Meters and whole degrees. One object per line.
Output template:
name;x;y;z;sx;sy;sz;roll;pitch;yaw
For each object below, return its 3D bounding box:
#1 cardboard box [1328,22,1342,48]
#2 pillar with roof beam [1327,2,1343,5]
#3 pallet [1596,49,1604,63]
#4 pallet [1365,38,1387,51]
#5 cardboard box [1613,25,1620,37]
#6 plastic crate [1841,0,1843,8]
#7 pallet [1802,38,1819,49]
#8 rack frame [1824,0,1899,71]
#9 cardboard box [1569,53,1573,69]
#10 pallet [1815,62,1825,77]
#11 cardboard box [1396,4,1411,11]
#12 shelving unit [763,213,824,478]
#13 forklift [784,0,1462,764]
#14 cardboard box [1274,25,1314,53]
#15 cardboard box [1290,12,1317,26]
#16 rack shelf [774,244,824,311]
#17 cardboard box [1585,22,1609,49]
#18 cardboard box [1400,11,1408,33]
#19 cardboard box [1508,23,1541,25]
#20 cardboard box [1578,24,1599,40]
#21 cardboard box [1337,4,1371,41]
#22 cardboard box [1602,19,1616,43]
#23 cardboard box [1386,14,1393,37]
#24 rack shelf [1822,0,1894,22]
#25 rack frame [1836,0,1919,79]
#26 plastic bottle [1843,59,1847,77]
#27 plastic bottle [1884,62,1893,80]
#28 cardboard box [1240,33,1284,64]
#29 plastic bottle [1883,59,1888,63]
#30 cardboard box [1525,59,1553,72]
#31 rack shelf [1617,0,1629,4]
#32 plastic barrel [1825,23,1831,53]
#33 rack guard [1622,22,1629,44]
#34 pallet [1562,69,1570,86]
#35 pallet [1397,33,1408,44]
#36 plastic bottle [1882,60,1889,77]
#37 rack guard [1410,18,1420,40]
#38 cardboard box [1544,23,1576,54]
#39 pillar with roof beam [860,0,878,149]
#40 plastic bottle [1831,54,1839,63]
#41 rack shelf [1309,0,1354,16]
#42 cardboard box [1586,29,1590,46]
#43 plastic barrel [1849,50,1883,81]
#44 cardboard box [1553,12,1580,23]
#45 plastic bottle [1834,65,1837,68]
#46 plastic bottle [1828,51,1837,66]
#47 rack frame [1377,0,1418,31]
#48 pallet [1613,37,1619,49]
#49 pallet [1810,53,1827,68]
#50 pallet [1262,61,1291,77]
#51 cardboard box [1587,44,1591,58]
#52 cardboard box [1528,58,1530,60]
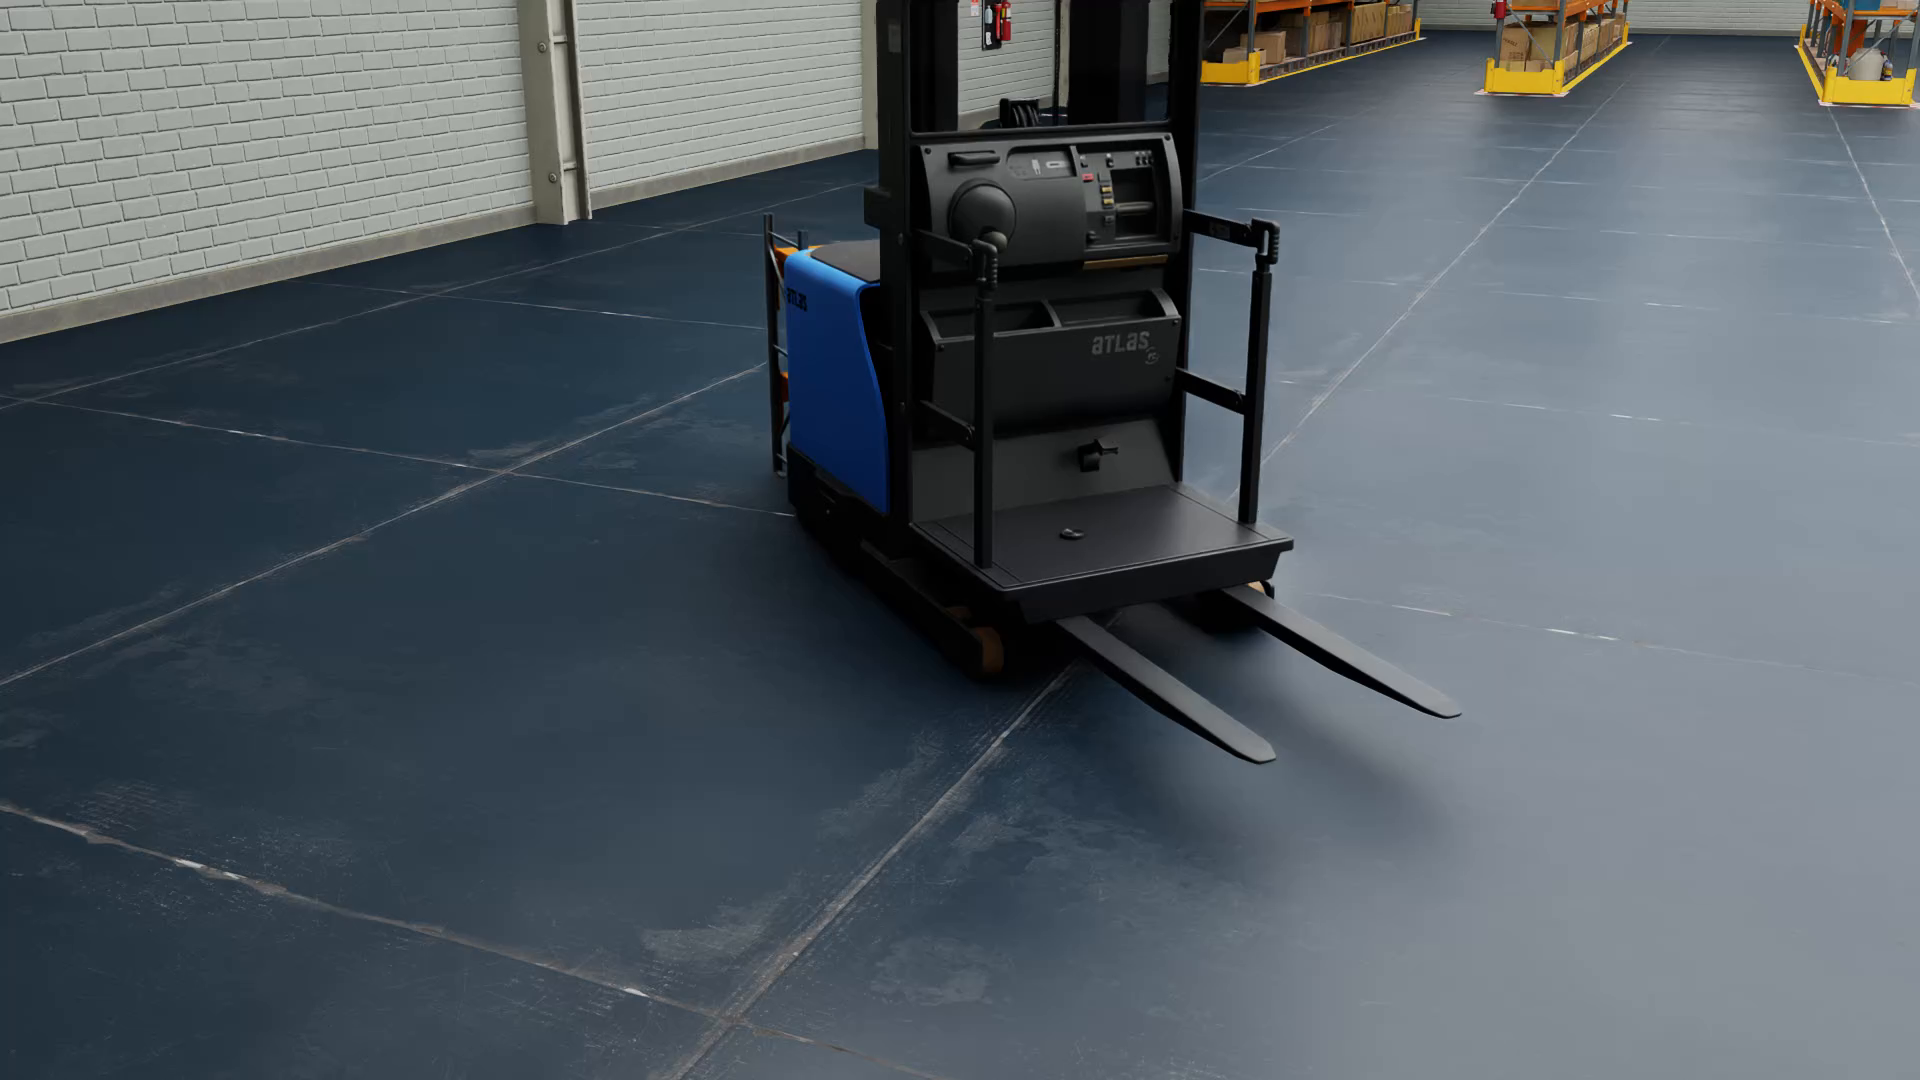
cardboard box;7.546;-10.537;34.696;0.700;0.500;0.500;9;21;23
pillar with roof beam;12.856;-15.526;36.697;9.100;9.000;0.400;9;21;23
pallet;12.654;-9.966;34.176;1.003;0.211;1.213;9;21;23
pallet;9.184;-11.398;38.203;1.003;0.211;1.213;9;21;23
cardboard box;15.176;-11.927;38.978;0.500;0.250;0.500;9;21;23
plastic crate;13.759;-8.252;25.417;0.499;0.251;0.408;9;21;23
pallet;19.734;-11.261;37.817;1.003;0.211;1.213;9;21;23
rack frame;15.194;-9.153;27.729;1.000;3.000;0.127;9;21;23
cardboard box;10.281;-8.258;28.689;0.500;0.250;0.500;9;21;23
pallet;15.978;-8.459;29.938;1.003;0.211;1.213;9;21;23
cardboard box;10.987;-13.214;41.285;0.380;0.149;0.250;8;21;22
shelving unit;-0.243;-0.828;7.118;1.048;1.125;0.538;-8;21;-22
forklift;0.401;-1.112;5.221;1.130;2.935;3.031;-9;22;-24
cardboard box;6.607;-9.934;32.999;0.700;0.500;0.500;8;21;22
cardboard box;6.828;-10.417;33.238;0.500;0.250;0.500;8;21;21
rack shelf;-0.243;-1.104;7.020;1.000;0.278;0.538;-8;21;-22
cardboard box;13.180;-10.499;34.589;0.500;0.500;0.500;8;21;22
cardboard box;10.669;-12.820;41.144;0.700;0.500;0.500;8;21;23
cardboard box;9.588;-8.532;28.340;0.500;0.500;0.500;9;21;23
cardboard box;12.324;-10.029;32.833;0.500;0.311;0.500;9;22;24
cardboard box;8.579;-11.394;36.611;0.750;0.750;0.750;8;21;22
cardboard box;14.011;-11.119;36.330;0.500;0.500;0.500;8;21;22
cardboard box;9.831;-12.192;39.379;0.700;0.500;0.500;9;21;23
rack shelf;16.013;-9.425;29.568;1.077;0.370;4.000;9;21;23
rack frame;13.556;-7.930;24.290;1.000;3.000;0.127;9;21;23
plastic bottle;14.133;-7.538;26.585;0.061;0.283;0.133;9;21;23
plastic bottle;14.582;-7.363;26.112;0.097;0.271;0.097;0;20;0
cardboard box;5.462;-8.910;30.119;0.700;0.500;0.500;7;21;19
plastic bottle;14.912;-7.634;26.866;0.152;0.276;0.135;9;21;24
cardboard box;9.461;-7.647;26.970;0.500;0.250;0.500;9;21;23
rack shelf;14.771;-12.552;38.359;1.077;0.370;4.000;9;21;23
plastic barrel;17.479;-9.934;32.899;0.600;0.588;0.708;9;21;23
rack guard;15.559;-12.301;40.311;1.175;0.500;0.348;9;21;23
pallet;9.814;-7.908;28.390;1.003;0.211;1.213;9;21;23
pallet;10.312;-12.240;40.571;1.003;0.211;1.213;9;21;23
plastic bottle;14.764;-7.499;26.493;0.097;0.271;0.097;0;20;0
rack guard;11.079;-13.010;42.305;1.175;0.500;0.348;9;21;23
cardboard box;10.269;-8.613;28.568;0.500;0.500;0.500;9;21;23
pillar with roof beam;3.028;-8.190;16.067;9.100;9.000;0.400;9;21;23
plastic bottle;14.157;-7.678;26.878;0.144;0.351;0.185;10;22;25
rack shelf;6.974;-10.785;33.391;1.077;0.370;4.000;9;21;23
cardboard box;11.493;-9.403;31.072;0.500;0.311;0.500;8;21;21
plastic barrel;13.755;-7.167;25.232;0.421;0.512;0.421;0;20;0
cardboard box;12.502;-10.775;34.245;0.500;0.250;0.500;9;22;25
plastic bottle;13.908;-7.440;26.433;0.097;0.201;0.097;0;20;0
plastic bottle;14.484;-7.922;27.565;0.144;0.351;0.185;9;22;24
rack frame;11.069;-14.181;41.866;1.000;3.000;0.127;9;21;23
pallet;14.732;-11.549;38.629;1.003;0.211;1.213;9;21;23
pallet;17.116;-9.308;32.328;1.003;0.211;1.213;9;21;23
pallet;5.414;-8.614;30.375;1.003;0.211;1.213;9;21;23
cardboard box;11.697;-9.295;31.607;0.500;0.250;0.500;9;21;24
cardboard box;9.182;-7.872;27.605;0.500;0.250;0.500;9;21;23
